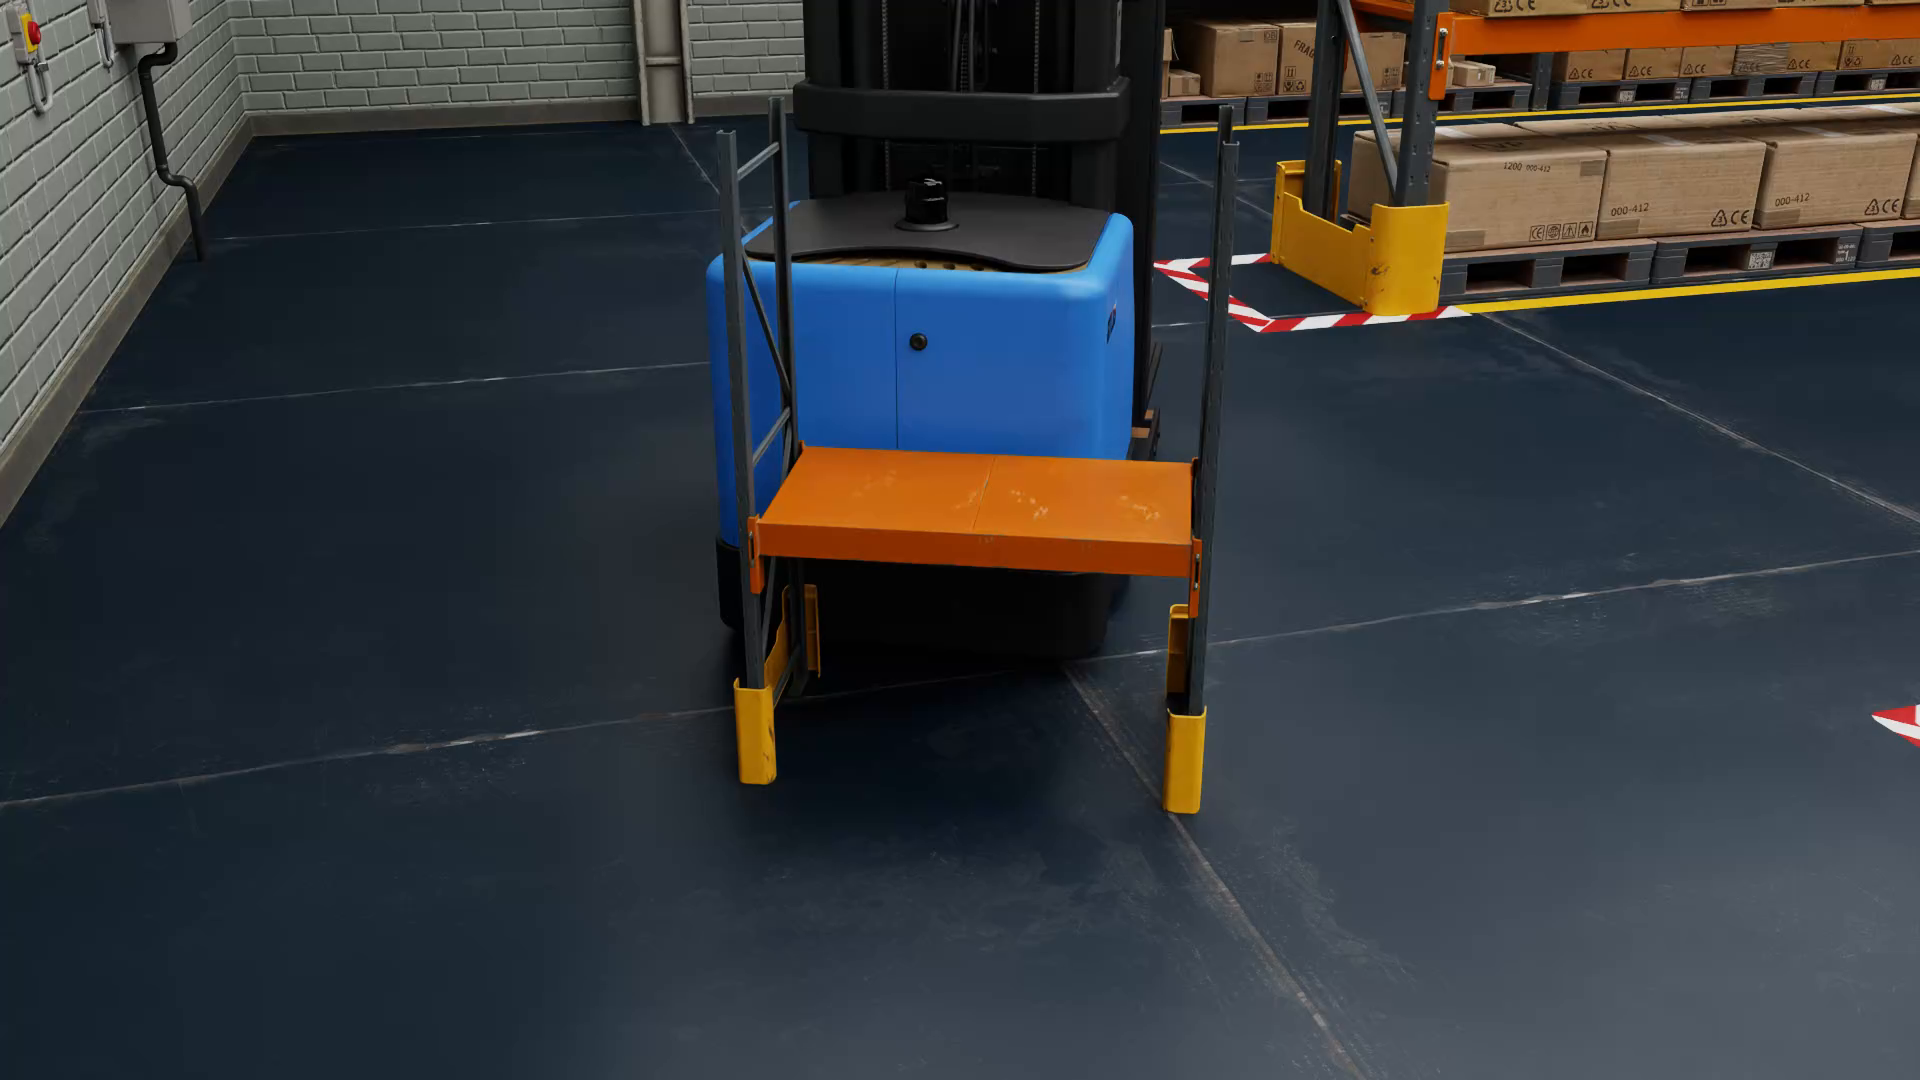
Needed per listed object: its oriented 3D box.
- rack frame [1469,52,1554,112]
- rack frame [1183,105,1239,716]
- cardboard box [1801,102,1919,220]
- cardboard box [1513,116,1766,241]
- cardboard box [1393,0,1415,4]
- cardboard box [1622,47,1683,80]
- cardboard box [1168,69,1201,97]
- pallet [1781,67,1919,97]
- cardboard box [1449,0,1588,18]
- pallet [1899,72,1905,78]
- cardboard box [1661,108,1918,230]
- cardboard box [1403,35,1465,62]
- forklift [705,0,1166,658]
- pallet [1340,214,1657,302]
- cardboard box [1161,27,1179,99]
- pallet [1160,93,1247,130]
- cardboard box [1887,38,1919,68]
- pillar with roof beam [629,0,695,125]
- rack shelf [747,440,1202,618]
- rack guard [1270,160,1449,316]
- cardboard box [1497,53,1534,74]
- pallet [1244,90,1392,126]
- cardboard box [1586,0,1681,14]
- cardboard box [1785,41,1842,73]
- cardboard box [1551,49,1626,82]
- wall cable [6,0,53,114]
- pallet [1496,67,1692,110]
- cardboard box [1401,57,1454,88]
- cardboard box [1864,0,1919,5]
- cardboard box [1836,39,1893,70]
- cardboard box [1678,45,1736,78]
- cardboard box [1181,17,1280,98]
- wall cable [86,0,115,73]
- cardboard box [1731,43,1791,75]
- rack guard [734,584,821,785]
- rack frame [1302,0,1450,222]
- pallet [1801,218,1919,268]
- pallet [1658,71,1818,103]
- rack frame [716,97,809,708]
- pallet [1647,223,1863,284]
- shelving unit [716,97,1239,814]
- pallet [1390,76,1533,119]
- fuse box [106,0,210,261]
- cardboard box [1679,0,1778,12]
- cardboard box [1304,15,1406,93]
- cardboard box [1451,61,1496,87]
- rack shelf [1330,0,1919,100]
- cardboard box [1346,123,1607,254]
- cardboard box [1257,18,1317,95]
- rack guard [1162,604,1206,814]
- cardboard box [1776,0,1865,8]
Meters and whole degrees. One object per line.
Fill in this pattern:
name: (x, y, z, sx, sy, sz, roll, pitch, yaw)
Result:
rack frame: (4.446, -4.953, 12.989, 0.127, 3.000, 1.000, -6, 24, -14)
rack frame: (0.561, -0.179, 3.765, 0.032, 1.500, 0.500, 3, 23, 7)
cardboard box: (5.157, -2.058, 8.960, 0.875, 0.438, 0.875, -7, 24, -15)
cardboard box: (3.426, -1.867, 8.514, 0.875, 0.438, 0.875, -6, 24, -13)
cardboard box: (2.332, -2.841, 7.939, 0.500, 0.500, 0.500, -6, 24, -14)
cardboard box: (5.482, -4.024, 13.461, 0.500, 0.500, 0.500, -7, 24, -15)
cardboard box: (1.628, -3.469, 12.614, 0.250, 0.149, 0.380, -7, 24, -16)
pallet: (7.568, -4.032, 14.380, 1.213, 0.211, 1.003, -6, 24, -14)
cardboard box: (2.479, -2.631, 7.450, 0.500, 0.500, 0.500, -7, 24, -15)
pallet: (9.100, -4.170, 14.702, 1.213, 0.211, 1.003, -6, 24, -14)
cardboard box: (4.295, -1.963, 8.737, 0.875, 0.438, 0.875, -7, 24, -16)
cardboard box: (3.746, -3.930, 13.481, 0.500, 0.311, 0.500, -5, 24, -12)
forklift: (0.113, -1.590, 5.238, 1.130, 2.935, 3.031, 4, 24, 10)
pallet: (2.688, -1.476, 8.423, 1.213, 0.211, 1.003, -6, 24, -14)
cardboard box: (1.209, -3.602, 12.473, 0.637, 0.503, 0.797, -7, 24, -16)
pallet: (1.435, -3.339, 12.764, 1.213, 0.211, 1.003, -6, 24, -14)
cardboard box: (7.948, -4.297, 14.097, 0.500, 0.500, 0.500, -6, 24, -13)
pillar with roof beam: (-1.082, -5.704, 7.132, 0.400, 9.000, 9.100, -6, 24, -14)
rack shelf: (0.056, -0.039, 3.895, 1.000, 0.185, 0.538, 3, 23, 7)
rack guard: (1.916, -1.491, 8.092, 0.348, 0.500, 1.175, -6, 24, -14)
cardboard box: (4.839, -4.162, 13.783, 0.500, 0.500, 0.500, -6, 24, -15)
pallet: (2.607, -3.467, 13.063, 1.213, 0.211, 1.003, -6, 24, -14)
cardboard box: (2.958, -2.695, 7.601, 0.500, 0.500, 0.500, -7, 24, -15)
cardboard box: (6.960, -4.191, 13.850, 0.500, 0.500, 0.500, -5, 24, -12)
cardboard box: (4.972, -3.963, 13.320, 0.500, 0.500, 0.500, -5, 24, -12)
wall cable: (-3.484, -2.515, 5.978, 0.123, 1.953, 0.585, -6, 24, -14)
pallet: (5.219, -3.772, 13.774, 1.213, 0.211, 1.003, -6, 24, -14)
cardboard box: (3.645, -3.681, 12.959, 0.258, 0.266, 0.396, -5, 24, -12)
cardboard box: (4.439, -2.852, 7.967, 0.500, 0.500, 0.500, -7, 24, -15)
cardboard box: (7.463, -4.247, 13.982, 0.500, 0.500, 0.500, -7, 24, -15)
cardboard box: (5.964, -4.075, 13.581, 0.500, 0.500, 0.500, -7, 24, -16)
cardboard box: (2.042, -3.677, 12.652, 0.500, 0.500, 0.700, -5, 24, -12)
wall cable: (-3.878, -3.037, 7.236, 0.122, 1.984, 0.588, -6, 24, -14)
cardboard box: (6.465, -4.128, 13.704, 0.500, 0.500, 0.500, -7, 24, -16)
rack guard: (-0.447, 0.345, 4.130, 0.087, 0.250, 0.587, 3, 23, 7)
rack frame: (1.939, -2.643, 7.605, 0.127, 3.000, 1.000, -6, 24, -14)
pallet: (5.037, -1.736, 9.028, 1.213, 0.211, 1.003, -6, 24, -14)
pallet: (6.395, -3.904, 14.080, 1.213, 0.211, 1.003, -6, 24, -14)
rack frame: (-0.448, -0.230, 3.884, 0.032, 1.500, 0.500, 3, 23, 7)
pallet: (3.860, -1.605, 8.722, 1.213, 0.211, 1.003, -6, 24, -14)
shelving unit: (0.047, -0.205, 3.825, 1.083, 1.500, 0.587, 3, 23, 7)
pallet: (3.784, -3.599, 13.369, 1.213, 0.211, 1.003, -6, 24, -14)
fuse box: (-3.911, -2.254, 8.334, 0.414, 1.711, 0.539, -6, 24, -14)
cardboard box: (3.453, -2.743, 7.711, 0.500, 0.500, 0.500, -6, 24, -15)
cardboard box: (3.042, -3.787, 12.910, 0.500, 0.500, 0.700, -7, 24, -16)
cardboard box: (3.989, -3.665, 13.070, 0.250, 0.149, 0.380, -7, 24, -16)
rack shelf: (3.864, -2.525, 8.243, 4.000, 0.370, 1.077, -6, 24, -14)
cardboard box: (2.547, -1.767, 8.280, 0.875, 0.438, 0.875, -7, 24, -16)
cardboard box: (2.578, -3.695, 12.695, 0.500, 0.500, 0.500, -6, 24, -13)
rack guard: (0.541, 0.394, 4.014, 0.087, 0.250, 0.587, 3, 23, 7)
cardboard box: (3.930, -2.802, 7.850, 0.500, 0.500, 0.500, -6, 24, -13)
